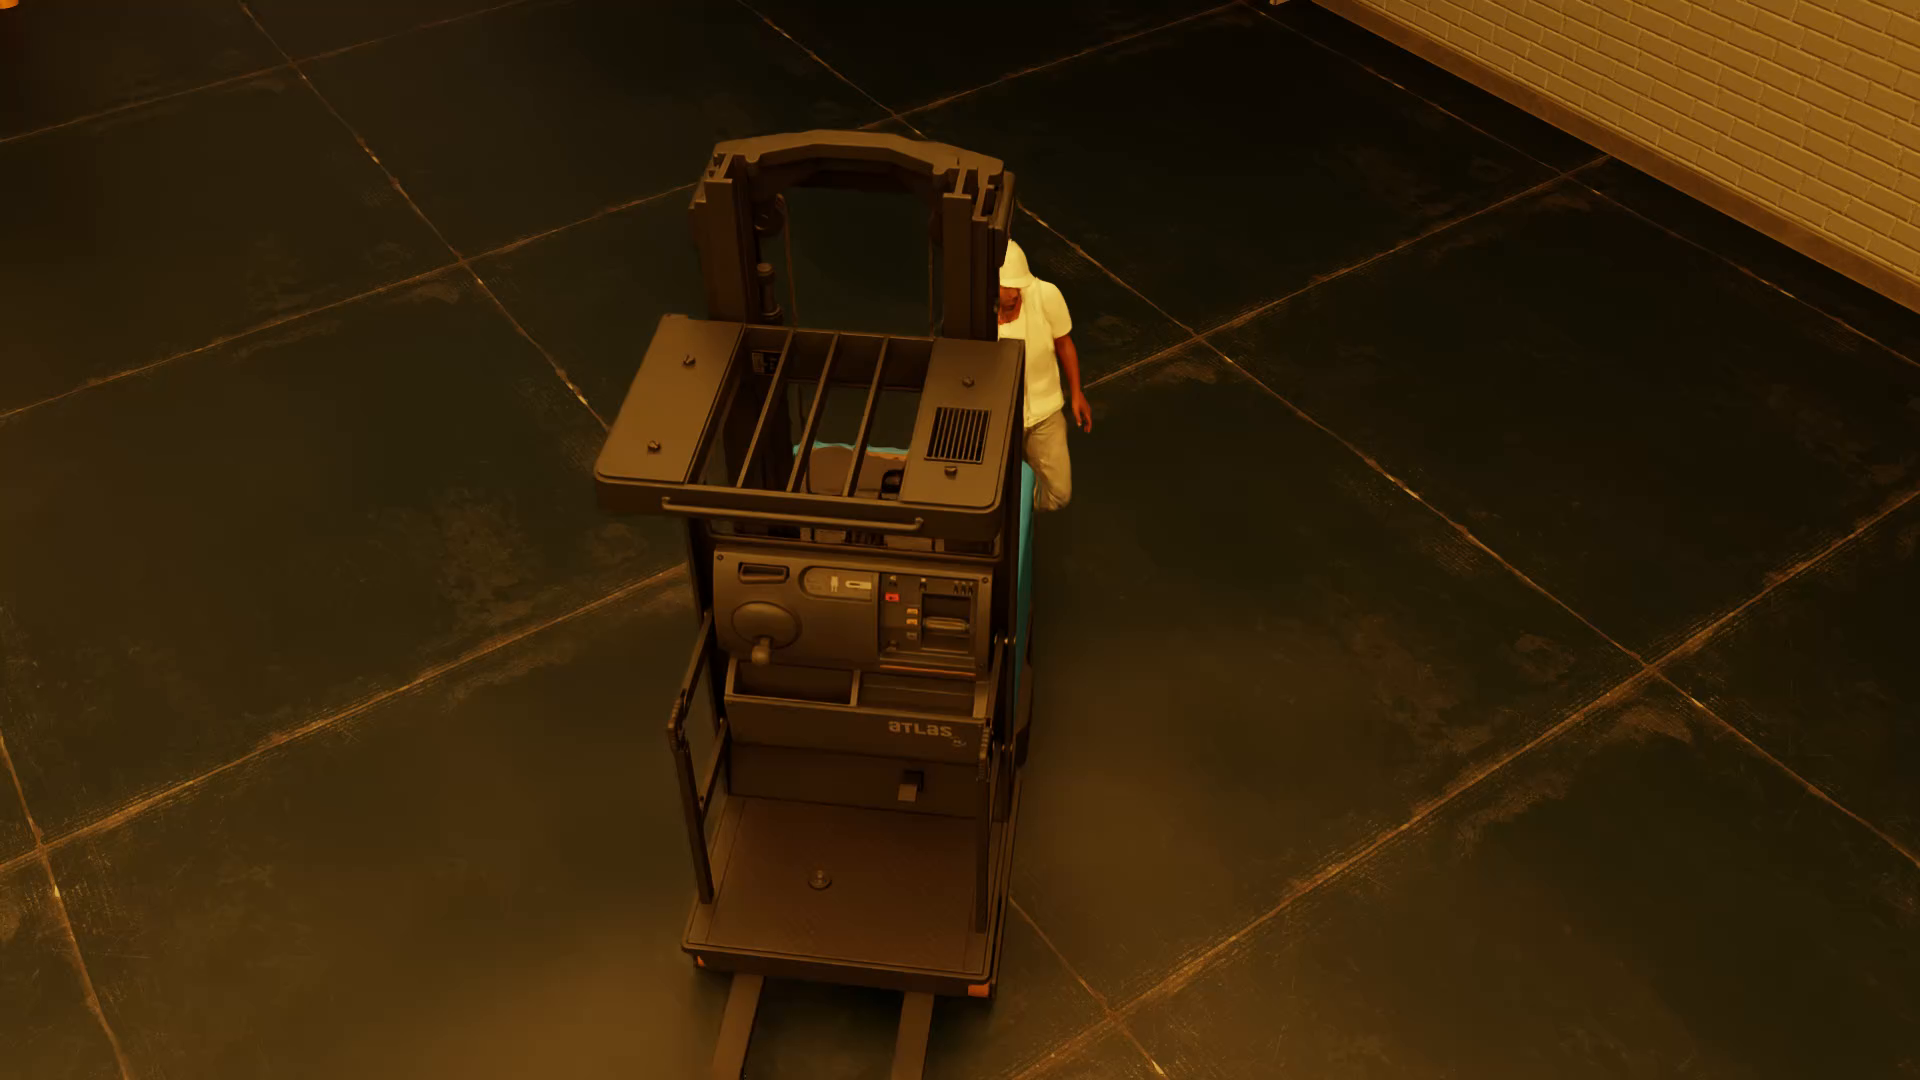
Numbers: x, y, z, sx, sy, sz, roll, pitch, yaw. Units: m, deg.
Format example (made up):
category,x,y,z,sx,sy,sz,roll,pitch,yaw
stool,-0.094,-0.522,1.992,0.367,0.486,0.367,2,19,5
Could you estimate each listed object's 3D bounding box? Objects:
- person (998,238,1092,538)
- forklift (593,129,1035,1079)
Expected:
category,x,y,z,sx,sy,sz,roll,pitch,yaw
person,0.247,-0.469,7.149,0.752,1.692,0.733,-15,45,-16
forklift,-0.383,0.331,5.356,1.130,2.935,3.031,5,43,5
